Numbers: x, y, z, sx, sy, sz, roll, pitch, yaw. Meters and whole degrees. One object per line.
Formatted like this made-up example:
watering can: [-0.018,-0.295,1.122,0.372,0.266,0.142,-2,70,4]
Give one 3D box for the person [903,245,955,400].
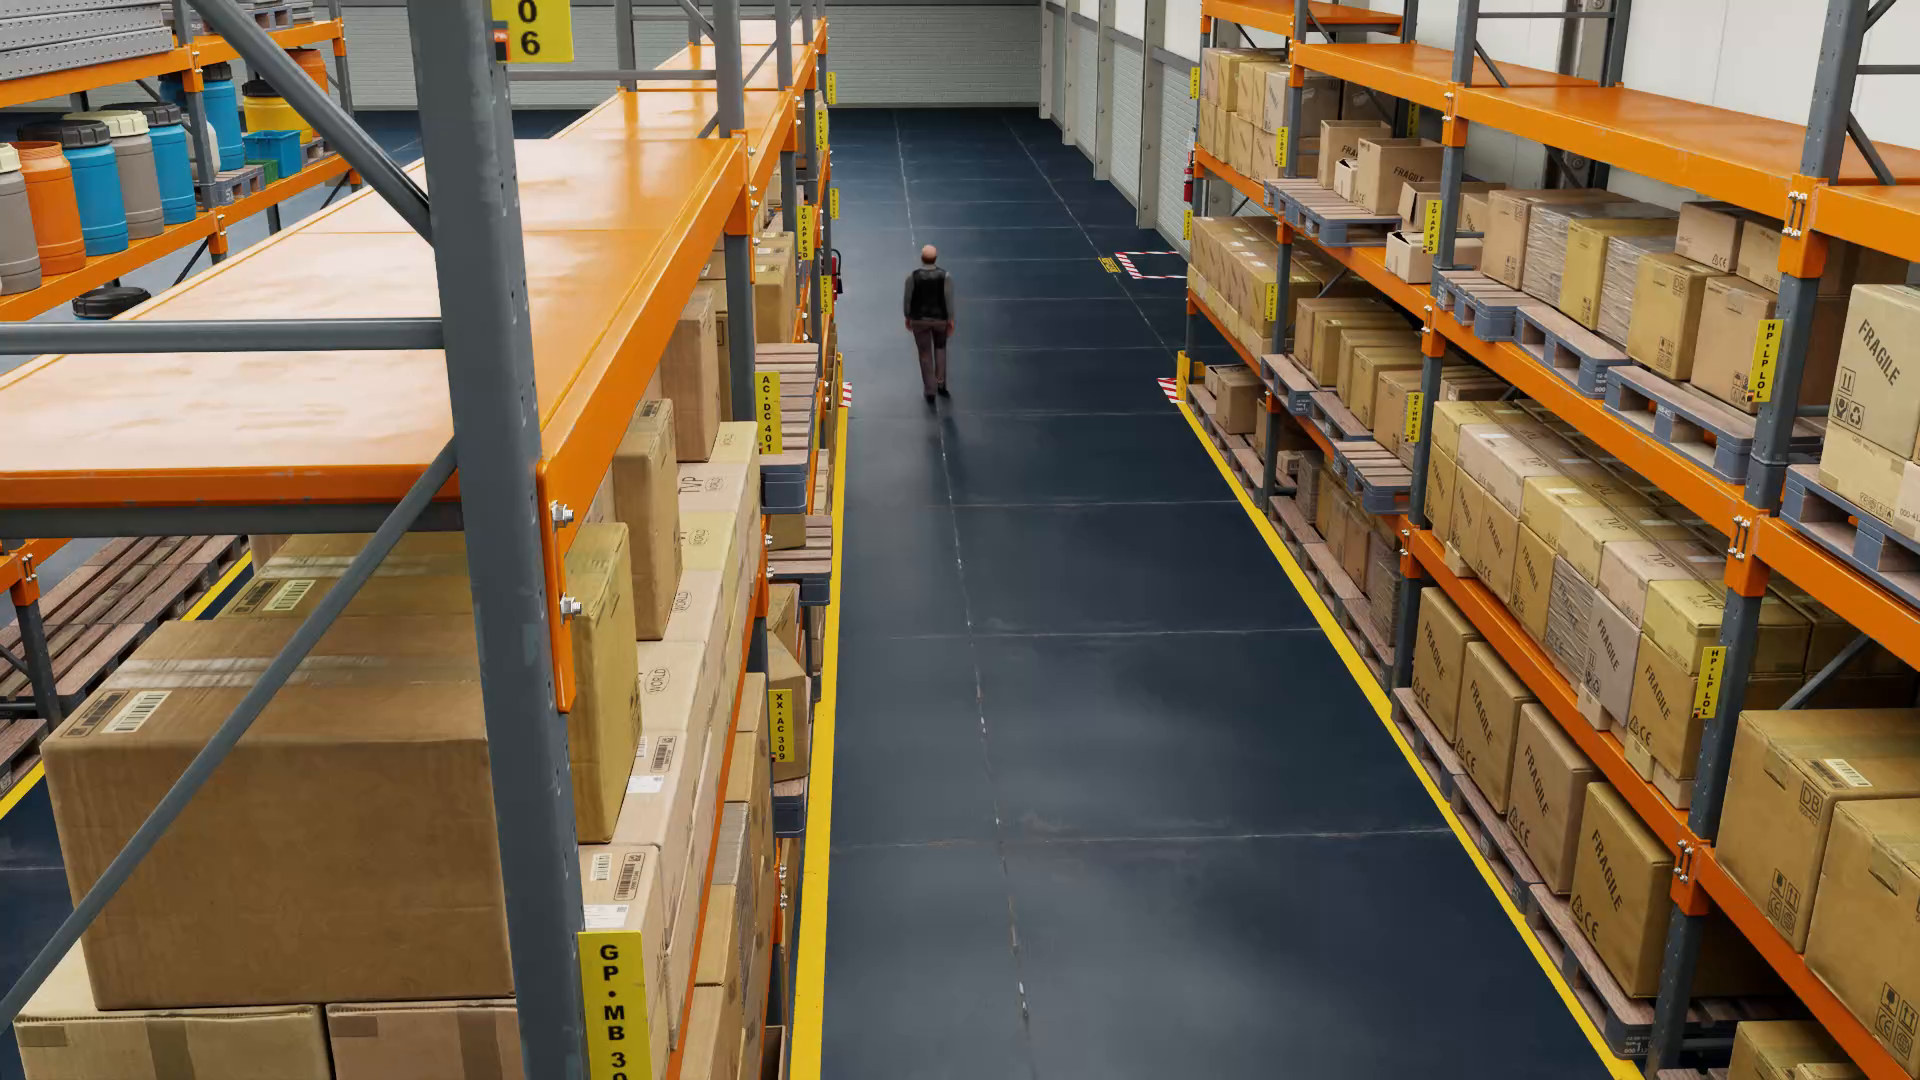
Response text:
person: [-0.355,-2.412,18.551,0.561,1.781,0.608,-3,20,-9]
